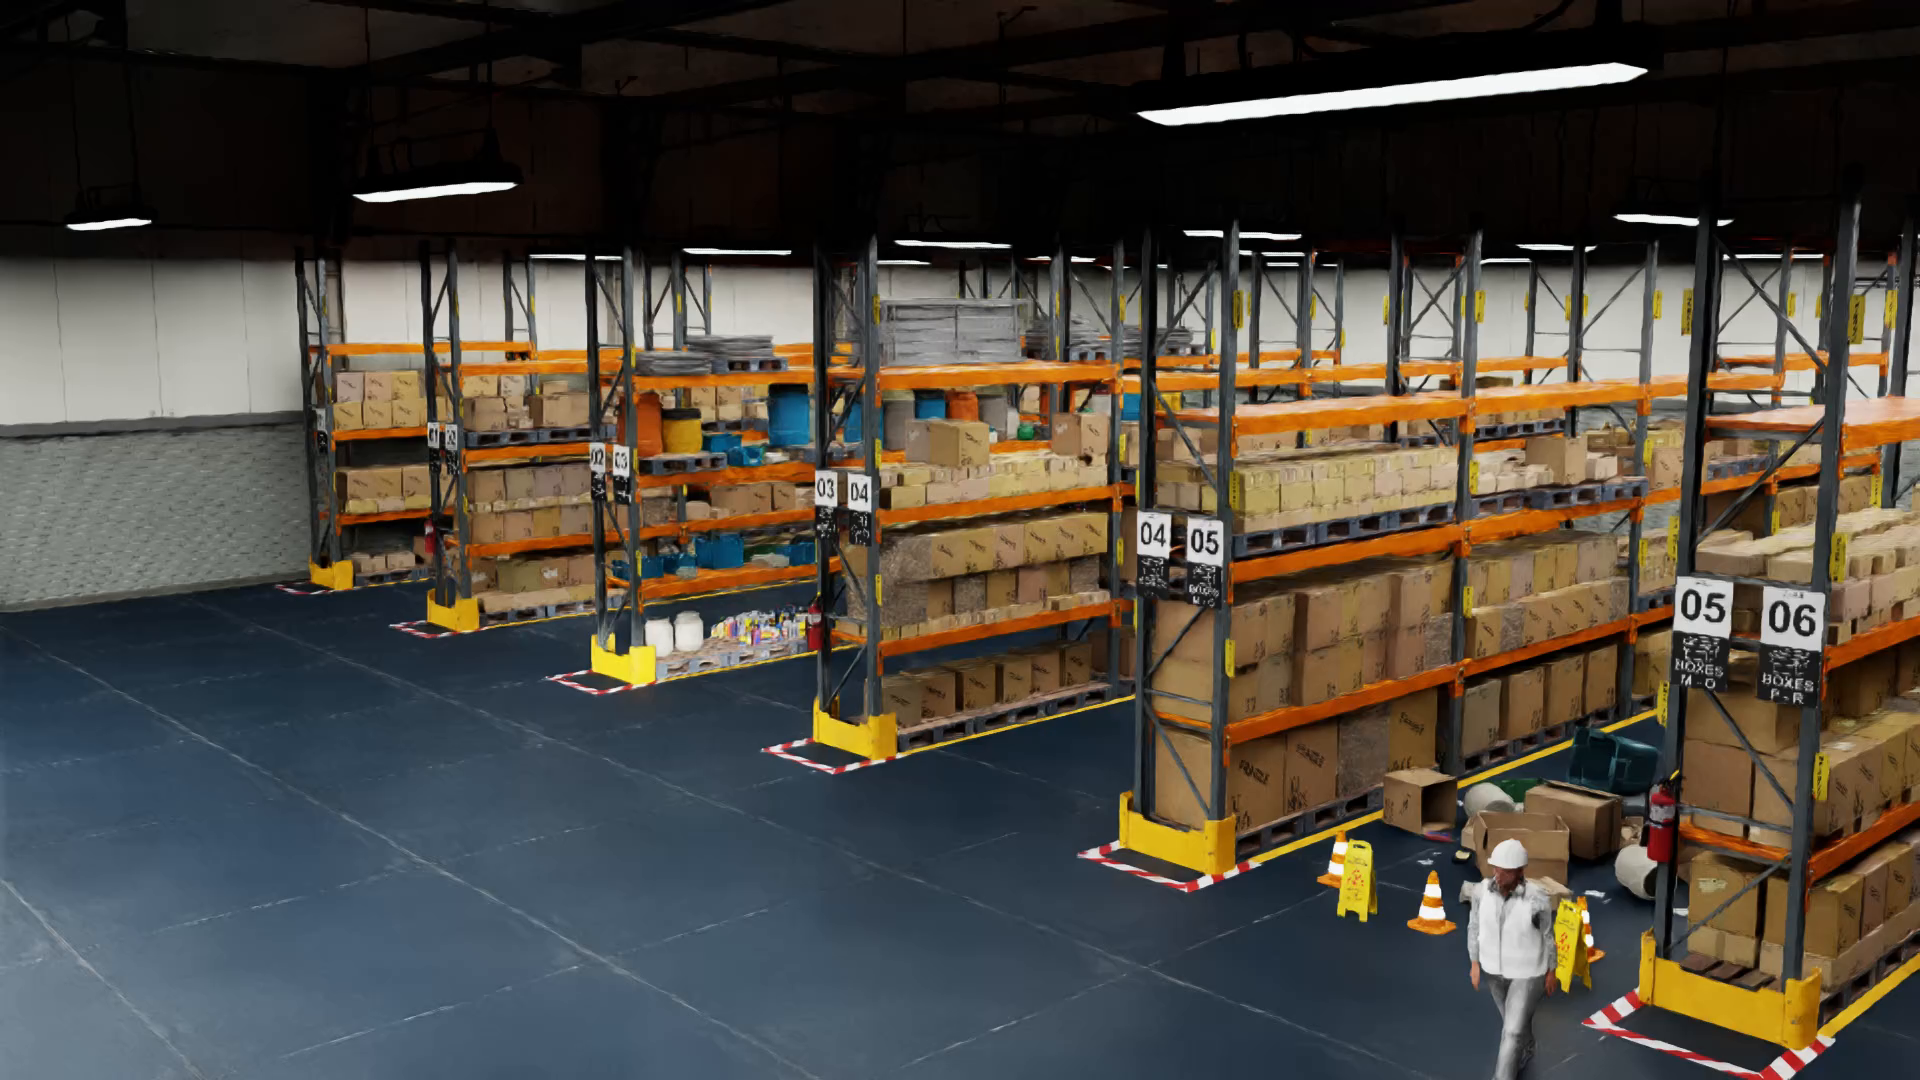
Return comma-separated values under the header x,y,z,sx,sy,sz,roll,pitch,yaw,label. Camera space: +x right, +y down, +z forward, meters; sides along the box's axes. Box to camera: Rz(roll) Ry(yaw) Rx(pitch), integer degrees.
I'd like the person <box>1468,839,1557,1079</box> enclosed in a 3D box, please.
x,y,z,sx,sy,sz,roll,pitch,yaw,label
3.537,2.747,10.770,0.546,1.695,1.106,8,12,44,person
